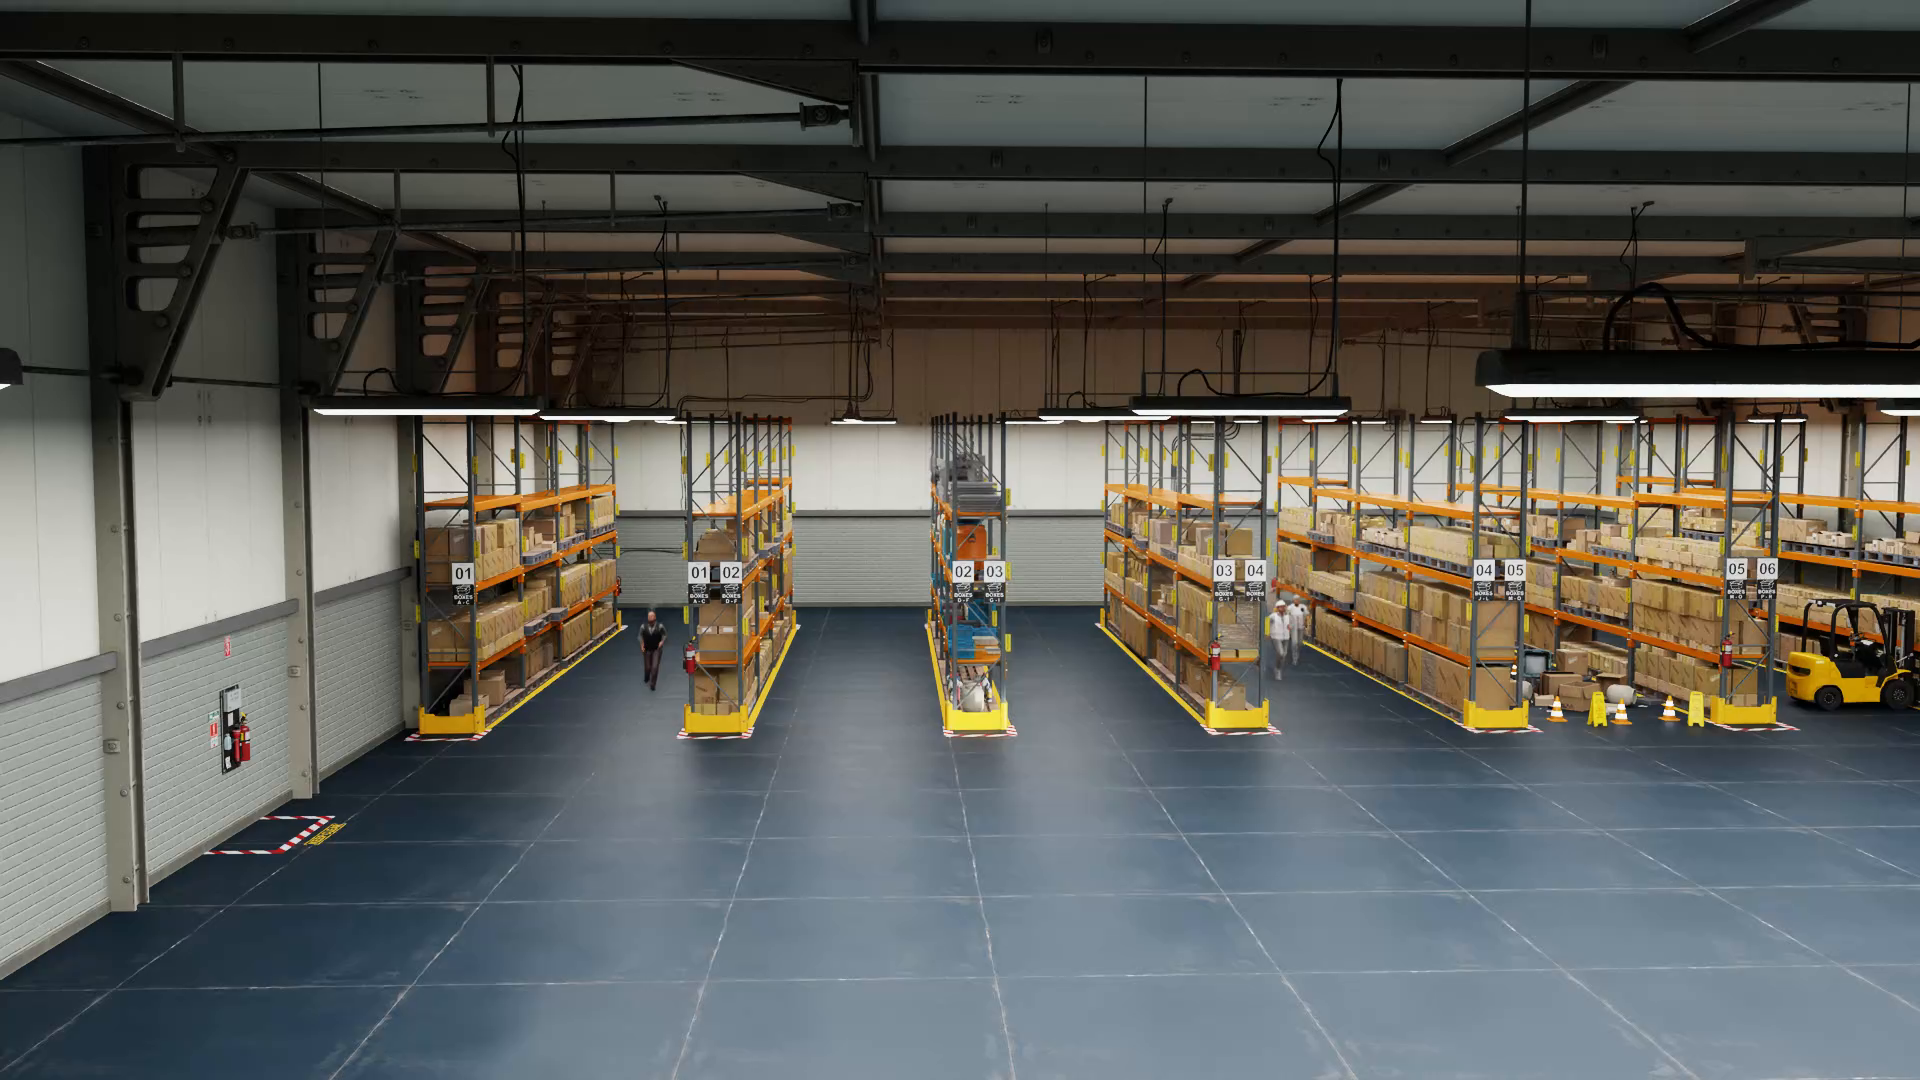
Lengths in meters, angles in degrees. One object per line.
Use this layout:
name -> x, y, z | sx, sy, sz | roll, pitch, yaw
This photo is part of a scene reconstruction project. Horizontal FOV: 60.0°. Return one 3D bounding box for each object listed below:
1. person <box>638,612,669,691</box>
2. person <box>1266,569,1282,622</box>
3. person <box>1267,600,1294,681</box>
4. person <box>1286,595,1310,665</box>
person -> -6.705, 2.415, 36.366 | 0.661, 1.701, 0.642 | 0, 4, -5
person -> 9.267, 1.584, 48.735 | 0.606, 1.657, 0.702 | 0, 4, -6
person -> 7.270, 2.276, 37.748 | 0.625, 1.827, 0.748 | -1, 4, -18
person -> 8.196, 2.154, 40.411 | 0.603, 1.686, 0.790 | 0, 4, 4
